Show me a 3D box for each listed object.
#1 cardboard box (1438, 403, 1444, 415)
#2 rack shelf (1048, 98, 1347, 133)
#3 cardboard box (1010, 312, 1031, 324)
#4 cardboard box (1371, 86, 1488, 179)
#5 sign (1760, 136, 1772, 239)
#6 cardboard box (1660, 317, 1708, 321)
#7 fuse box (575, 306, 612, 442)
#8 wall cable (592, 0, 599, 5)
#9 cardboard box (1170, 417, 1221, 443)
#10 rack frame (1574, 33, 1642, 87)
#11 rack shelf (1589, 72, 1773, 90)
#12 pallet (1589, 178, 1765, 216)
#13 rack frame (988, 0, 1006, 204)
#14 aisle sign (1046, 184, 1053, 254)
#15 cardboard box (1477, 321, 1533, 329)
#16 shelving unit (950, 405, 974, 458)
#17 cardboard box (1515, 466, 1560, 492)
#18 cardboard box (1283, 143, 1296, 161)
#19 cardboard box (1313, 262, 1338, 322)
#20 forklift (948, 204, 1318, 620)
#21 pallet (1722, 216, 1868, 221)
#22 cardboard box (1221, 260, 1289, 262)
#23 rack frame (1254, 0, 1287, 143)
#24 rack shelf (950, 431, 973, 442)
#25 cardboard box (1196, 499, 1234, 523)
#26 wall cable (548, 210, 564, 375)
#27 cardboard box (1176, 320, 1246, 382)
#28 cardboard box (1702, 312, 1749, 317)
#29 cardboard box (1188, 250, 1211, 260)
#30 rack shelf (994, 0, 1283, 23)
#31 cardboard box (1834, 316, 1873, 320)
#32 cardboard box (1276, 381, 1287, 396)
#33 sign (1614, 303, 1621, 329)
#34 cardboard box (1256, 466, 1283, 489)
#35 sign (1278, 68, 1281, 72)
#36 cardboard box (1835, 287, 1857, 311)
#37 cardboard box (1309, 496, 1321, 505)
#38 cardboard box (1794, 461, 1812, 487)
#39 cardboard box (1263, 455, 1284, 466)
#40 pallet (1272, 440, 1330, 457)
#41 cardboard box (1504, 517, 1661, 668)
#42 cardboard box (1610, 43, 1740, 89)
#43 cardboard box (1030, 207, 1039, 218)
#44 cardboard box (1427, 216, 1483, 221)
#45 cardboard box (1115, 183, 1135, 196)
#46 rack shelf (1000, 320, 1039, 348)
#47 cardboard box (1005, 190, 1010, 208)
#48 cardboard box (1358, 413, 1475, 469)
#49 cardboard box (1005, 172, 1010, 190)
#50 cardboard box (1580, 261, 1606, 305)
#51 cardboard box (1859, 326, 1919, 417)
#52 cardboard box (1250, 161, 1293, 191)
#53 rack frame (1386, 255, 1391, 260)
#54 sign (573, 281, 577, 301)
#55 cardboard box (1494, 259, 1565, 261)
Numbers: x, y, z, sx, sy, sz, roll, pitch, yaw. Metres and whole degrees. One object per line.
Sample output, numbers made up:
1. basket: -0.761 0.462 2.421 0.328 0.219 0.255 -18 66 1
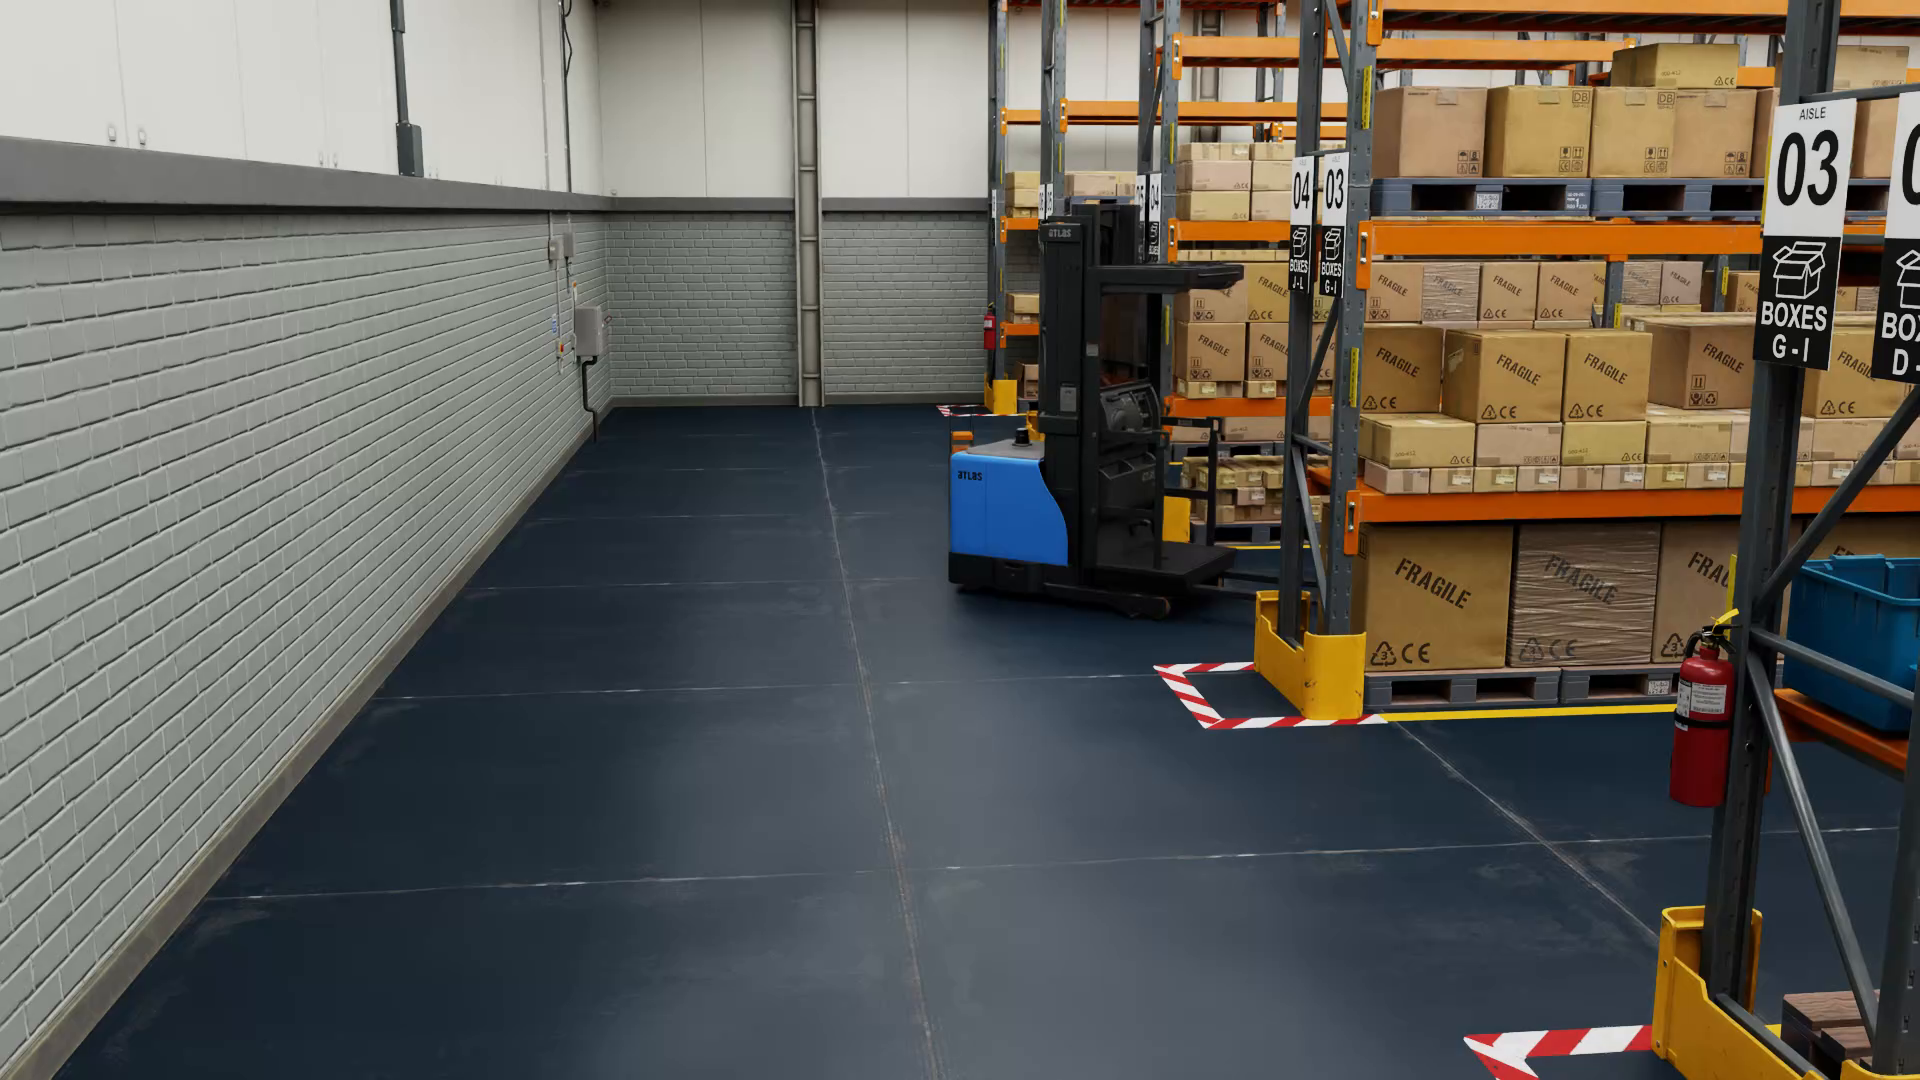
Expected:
1. cardboard box: 3.091 -0.691 10.222 0.500 0.250 0.500 -1 11 -7
2. rack shelf: 3.052 -4.883 19.282 4.000 0.370 1.077 -1 11 -6
3. cardboard box: 0.880 -3.230 24.173 0.250 0.149 0.380 -1 11 -7
4. cardboard box: 2.645 -2.344 9.632 0.500 0.500 0.700 -2 11 -10
5. sign: 2.593 -1.123 5.297 0.005 0.325 0.100 -1 11 -6
6. cardboard box: 6.393 -1.885 14.701 0.250 0.149 0.380 -1 11 -4
7. fuse box: -4.622 -2.099 21.109 0.414 1.711 0.539 -1 11 -6
8. wall cable: -5.226 -9.200 23.918 0.133 3.039 2.988 -1 11 -6
9. cardboard box: 2.618 -1.450 20.020 0.875 0.438 0.875 -1 11 -5
10. rack frame: 5.675 -4.527 14.568 0.127 3.000 1.000 -1 11 -6
11. rack shelf: 7.663 -4.115 14.869 3.809 0.124 0.919 -1 11 -6
12. pallet: 4.086 -2.019 9.814 1.213 0.211 1.003 -1 11 -6
13. rack frame: 0.524 -6.343 23.803 0.127 3.000 1.000 -1 11 -6
14. aisle sign: 1.023 -3.666 18.999 0.004 0.787 0.394 -1 11 -6
15. cardboard box: 4.708 -1.704 14.727 0.500 0.500 0.500 -2 11 -8
16. shelving unit: 0.014 -0.589 14.754 0.189 1.200 0.258 -1 11 -6
17. cardboard box: 3.291 -0.384 9.698 0.250 0.149 0.380 -1 11 -7
18. cardboard box: 2.820 -3.301 14.165 0.250 0.149 0.380 -1 11 -5
19. cardboard box: 3.194 -2.162 14.469 0.500 0.500 0.500 -1 11 -7
20. forklift: 1.441 -0.982 12.264 3.031 2.935 1.130 7 13 30
21. pallet: 7.331 -2.978 14.949 1.003 0.211 1.213 -1 11 -6
22. cardboard box: 2.630 -2.253 14.932 0.500 0.500 0.500 -2 11 -8
23. rack frame: 4.500 -6.426 24.227 0.127 3.000 1.000 -1 11 -6
24. rack shelf: 0.014 -0.899 14.693 0.180 0.103 0.258 -1 11 -6
25. cardboard box: 2.254 -0.257 14.700 0.250 0.149 0.380 -1 11 -5
26. wall cable: -4.540 -2.839 18.819 0.123 1.953 0.585 -1 11 -6
27. cardboard box: 2.175 -1.651 14.462 0.500 0.500 0.500 -1 11 -3
28. cardboard box: 7.083 -2.025 15.411 0.250 0.149 0.380 -2 11 -8
29. cardboard box: 2.738 -3.284 19.262 0.250 0.149 0.380 -1 11 -6
30. rack shelf: 2.512 -7.662 23.764 4.000 0.370 1.077 -1 11 -6
31. cardboard box: 7.928 -1.917 14.862 0.250 0.149 0.380 -1 11 -3
32. cardboard box: 2.821 -1.361 14.666 0.250 0.149 0.380 -1 11 -3
33. sign: 5.741 -1.904 14.534 0.005 0.325 0.100 -1 11 -6
34. cardboard box: 2.781 -0.554 14.672 0.250 0.149 0.380 -1 11 -6
35. sign: 4.541 -6.819 23.598 0.005 0.325 0.100 -1 11 -6
36. cardboard box: 10.533 -3.005 20.256 0.500 0.500 0.500 -1 11 -5
37. cardboard box: 3.026 -0.416 14.741 0.250 0.149 0.380 -1 11 -4
38. cardboard box: 4.819 -0.416 9.860 0.250 0.149 0.380 -1 11 -5
39. cardboard box: 2.961 -0.676 15.290 0.250 0.149 0.380 -2 11 -8
40. pallet: 4.276 -1.161 20.229 1.213 0.211 1.003 -1 11 -6
41. cardboard box: 3.666 0.242 10.280 0.875 0.875 0.875 -1 11 -6
42. cardboard box: 4.143 -2.731 9.656 0.500 0.250 0.500 -2 11 -8
43. cardboard box: 1.123 -4.720 23.977 0.250 0.149 0.380 -1 11 -5
44. cardboard box: 4.214 -2.901 14.460 0.500 0.250 0.500 -1 11 -7
45. cardboard box: 1.909 -4.102 19.483 0.250 0.149 0.380 -2 11 -10
46. rack shelf: 2.512 -3.088 24.663 4.000 0.370 1.077 -1 11 -6
47. cardboard box: 0.936 -5.005 24.391 0.500 0.250 0.500 -1 11 -7
48. cardboard box: 2.640 -0.577 9.647 0.500 0.250 0.500 -2 11 -8
49. cardboard box: 0.935 -5.251 24.349 0.500 0.250 0.500 -2 11 -8
50. cardboard box: 7.527 -3.071 19.863 0.500 0.500 0.500 -1 11 -6
51. cardboard box: 5.682 -1.010 9.901 0.500 0.500 0.500 -1 11 -4
52. cardboard box: 2.682 -3.114 14.249 0.500 0.250 0.500 -1 11 -7
53. rack frame: 5.040 -2.531 19.967 0.053 2.616 0.949 -1 11 -6
54. sign: -4.822 -3.122 20.829 0.001 0.242 0.339 -1 11 -6
55. cardboard box: 5.200 -2.306 15.201 0.500 0.500 0.500 -1 11 -5
